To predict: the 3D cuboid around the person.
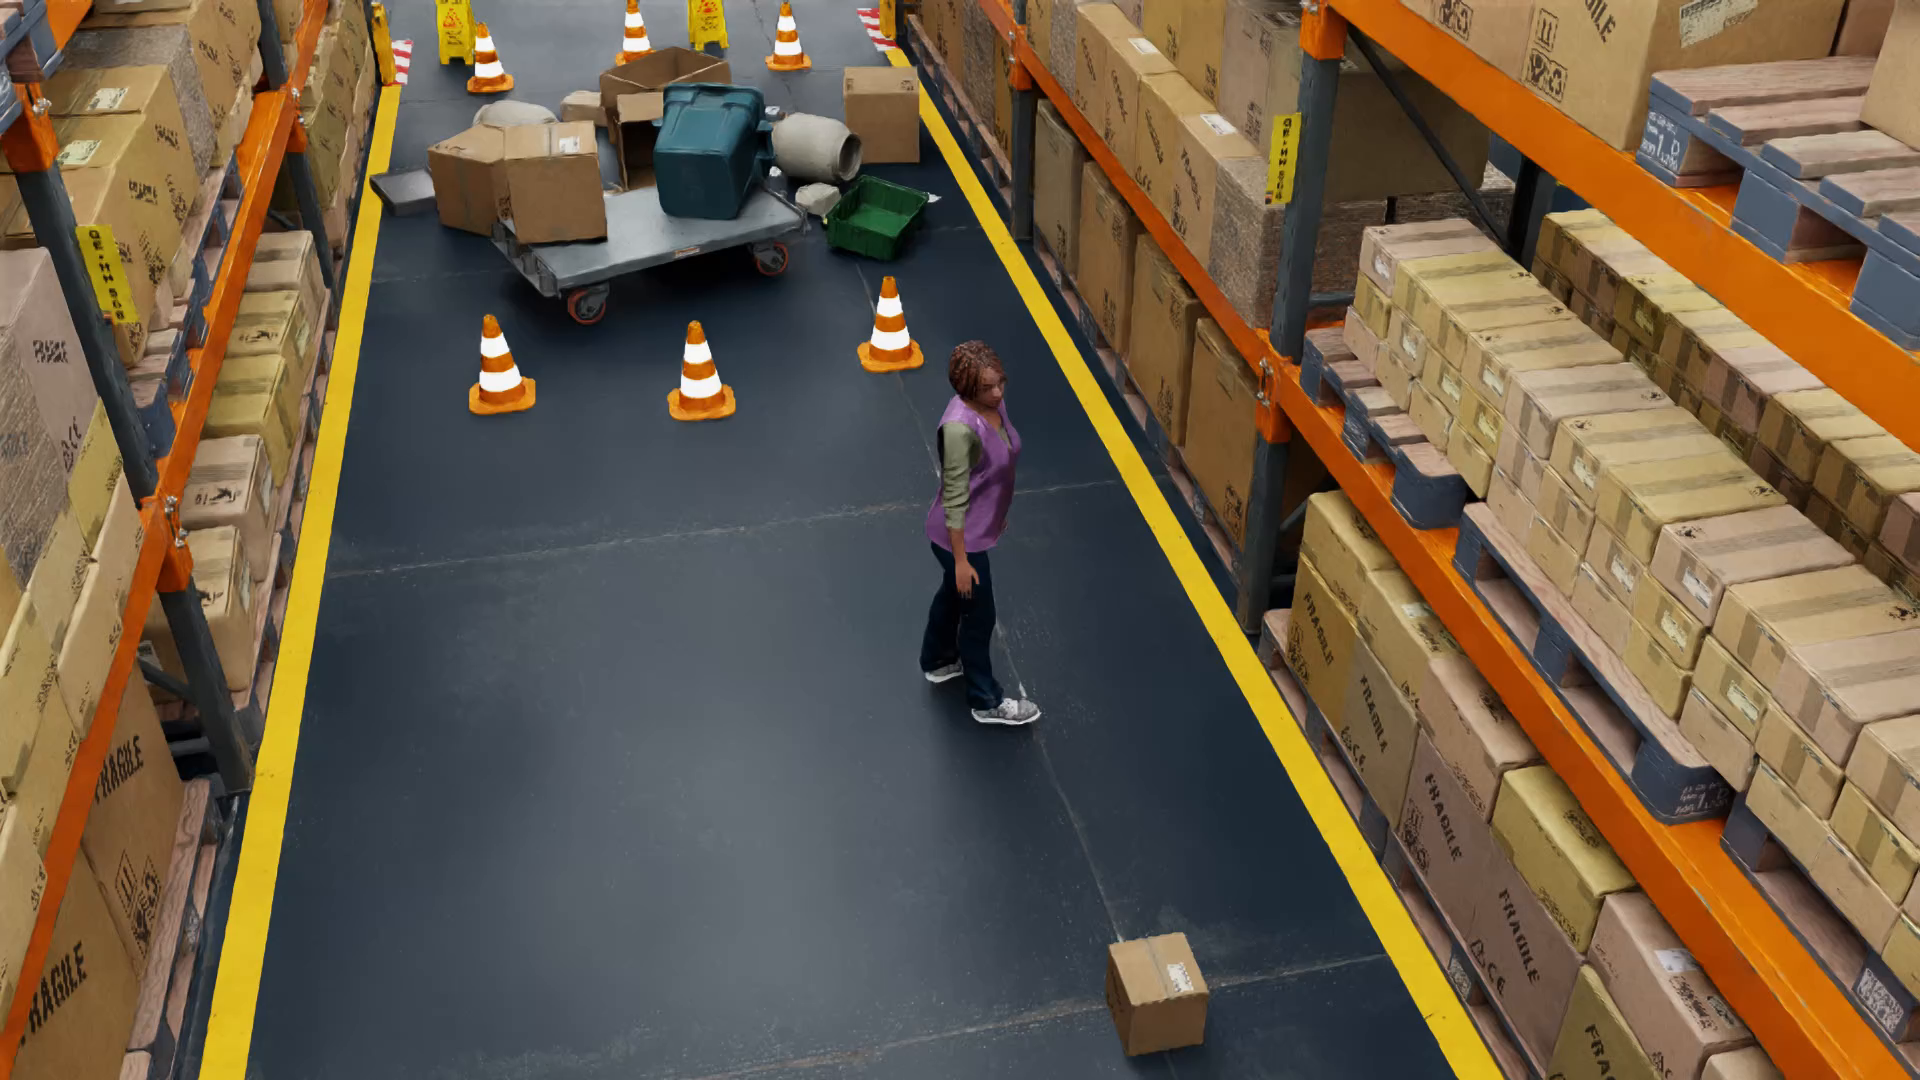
[{"bbox_3d":[0.077,-0.015,6.134,0.518,1.595,0.509,7,36,10],"label":"person"}]
